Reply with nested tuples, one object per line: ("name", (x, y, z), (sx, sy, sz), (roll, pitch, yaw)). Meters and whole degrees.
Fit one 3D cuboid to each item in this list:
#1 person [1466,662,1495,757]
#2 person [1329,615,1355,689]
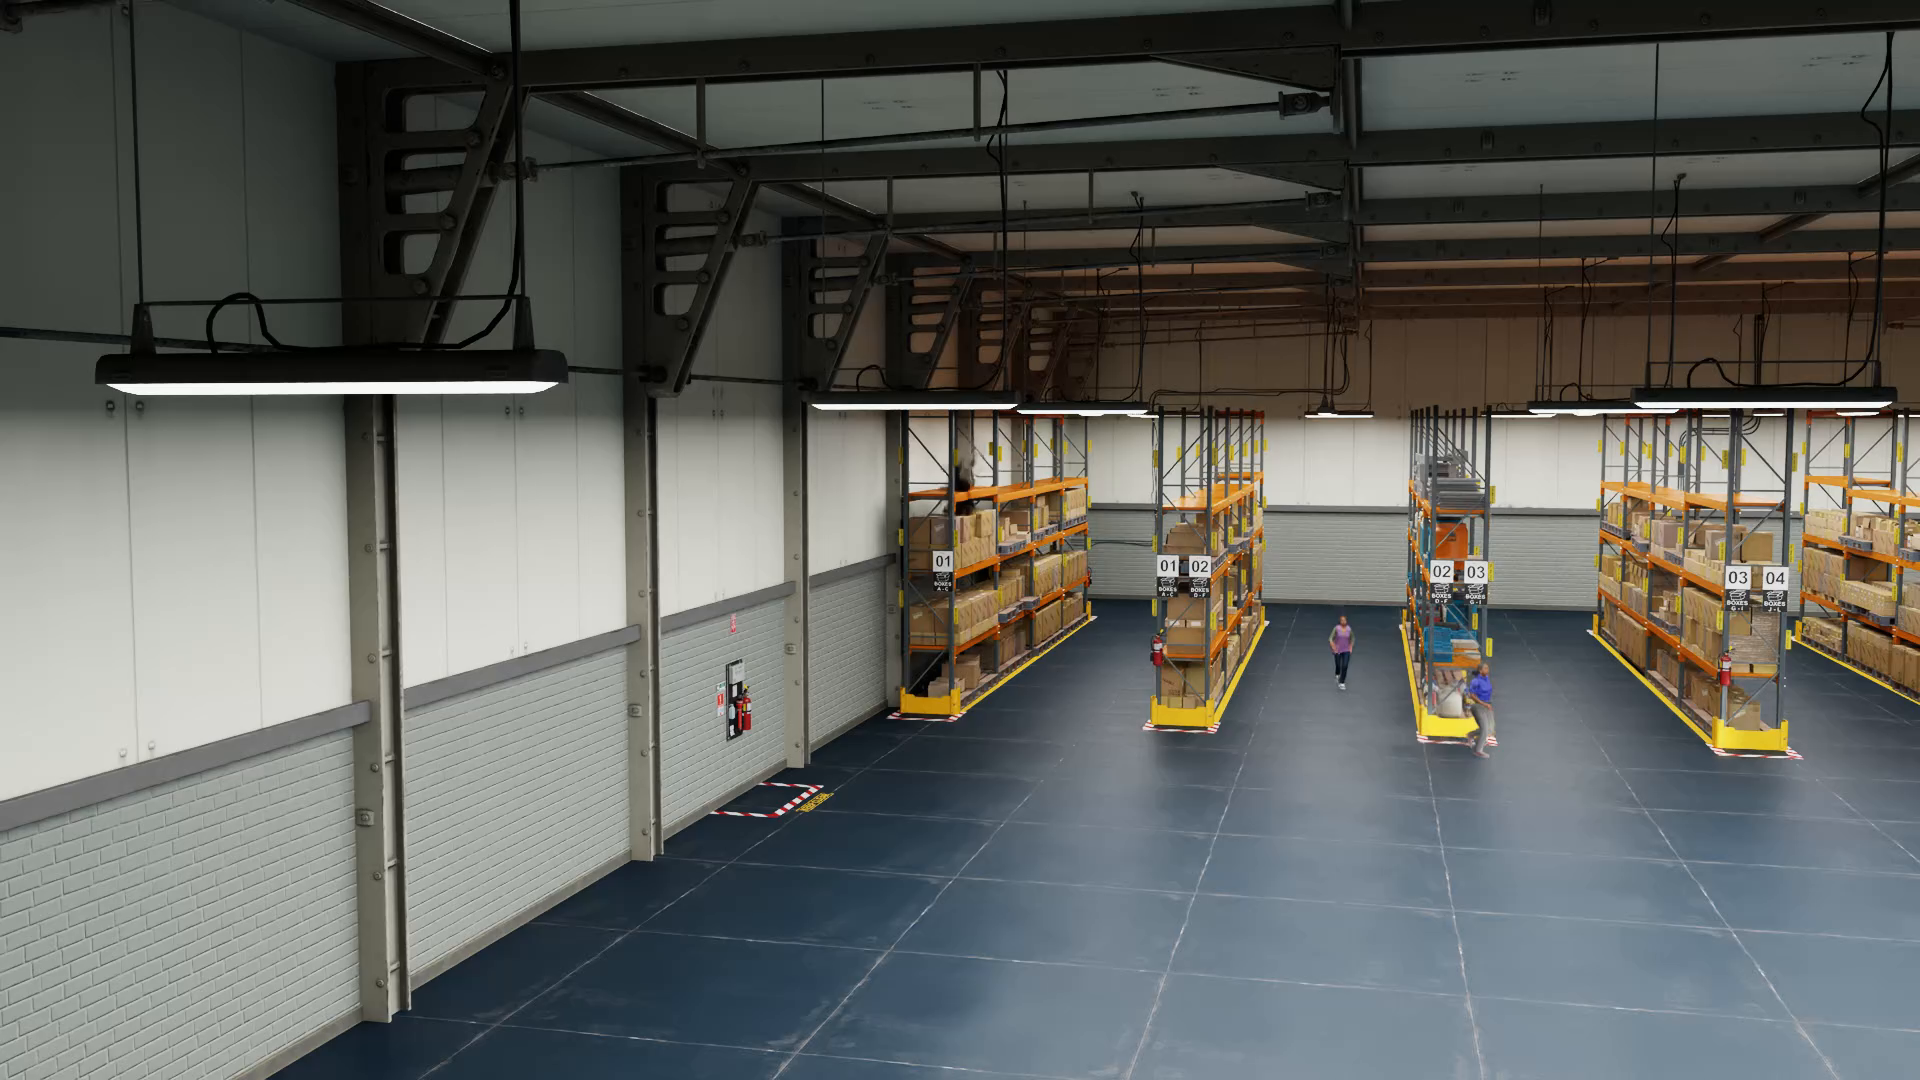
("person", (8.900, 2.887, 28.407), (0.602, 1.613, 0.567), (-4, 6, -43))
("person", (8.198, 2.393, 35.685), (0.547, 1.569, 0.583), (1, 4, 7))
